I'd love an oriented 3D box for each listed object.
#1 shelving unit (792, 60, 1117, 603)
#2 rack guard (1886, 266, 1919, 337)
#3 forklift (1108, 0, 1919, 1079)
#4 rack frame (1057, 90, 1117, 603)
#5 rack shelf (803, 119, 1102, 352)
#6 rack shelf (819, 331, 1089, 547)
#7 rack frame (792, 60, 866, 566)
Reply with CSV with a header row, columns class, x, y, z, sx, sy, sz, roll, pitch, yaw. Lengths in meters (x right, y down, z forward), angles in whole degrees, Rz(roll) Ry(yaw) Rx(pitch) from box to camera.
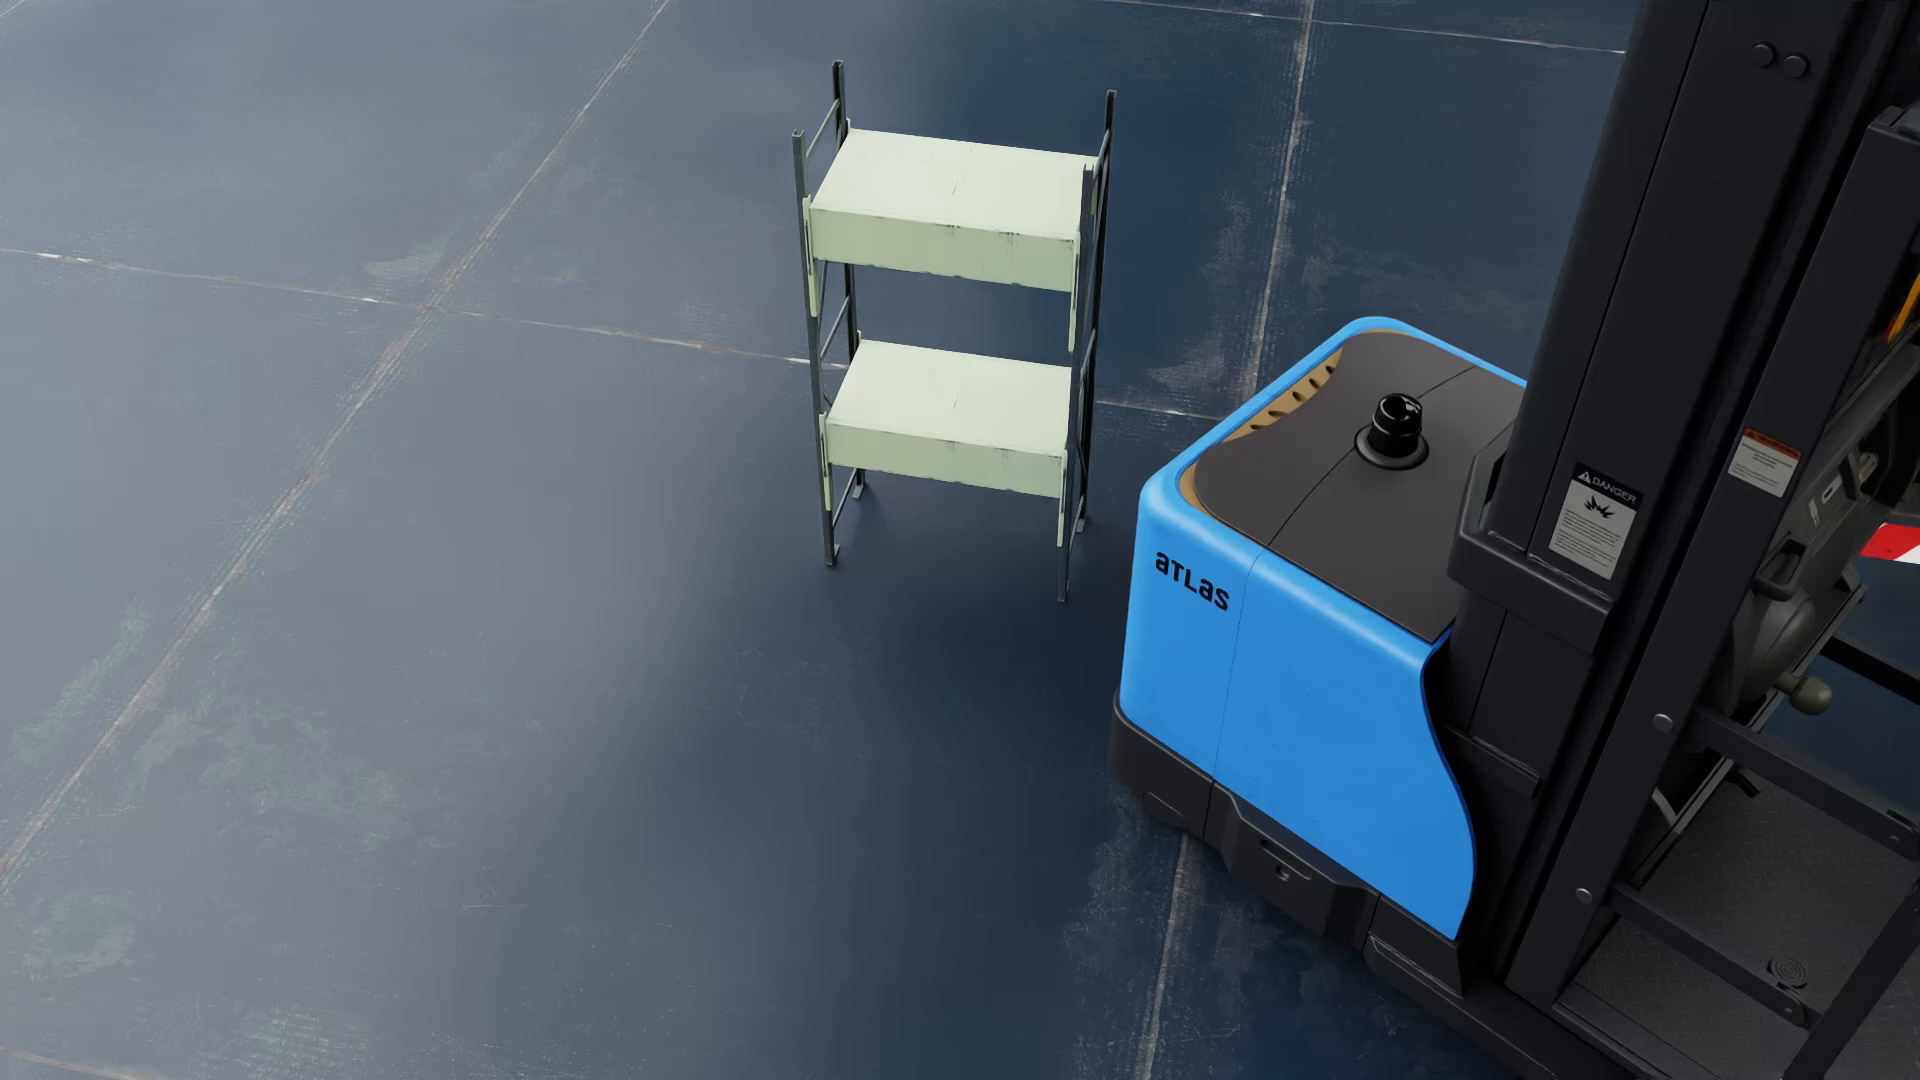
class,x,y,z,sx,sy,sz,roll,pitch,yaw
shelving unit,-0.007,-0.541,4.731,0.755,1.500,0.431,9,45,9
rack guard,3.400,-0.531,5.441,0.348,0.500,1.175,9,45,9
forklift,1.820,0.053,3.082,3.031,2.935,1.130,33,53,30
rack frame,0.351,-0.486,4.673,0.023,1.500,0.400,9,45,9
rack shelf,-0.007,-0.823,4.460,0.720,0.370,0.431,9,45,9
rack shelf,-0.007,-0.306,4.957,0.720,0.370,0.431,9,45,9
rack frame,-0.364,-0.597,4.789,0.023,1.500,0.400,9,45,9
